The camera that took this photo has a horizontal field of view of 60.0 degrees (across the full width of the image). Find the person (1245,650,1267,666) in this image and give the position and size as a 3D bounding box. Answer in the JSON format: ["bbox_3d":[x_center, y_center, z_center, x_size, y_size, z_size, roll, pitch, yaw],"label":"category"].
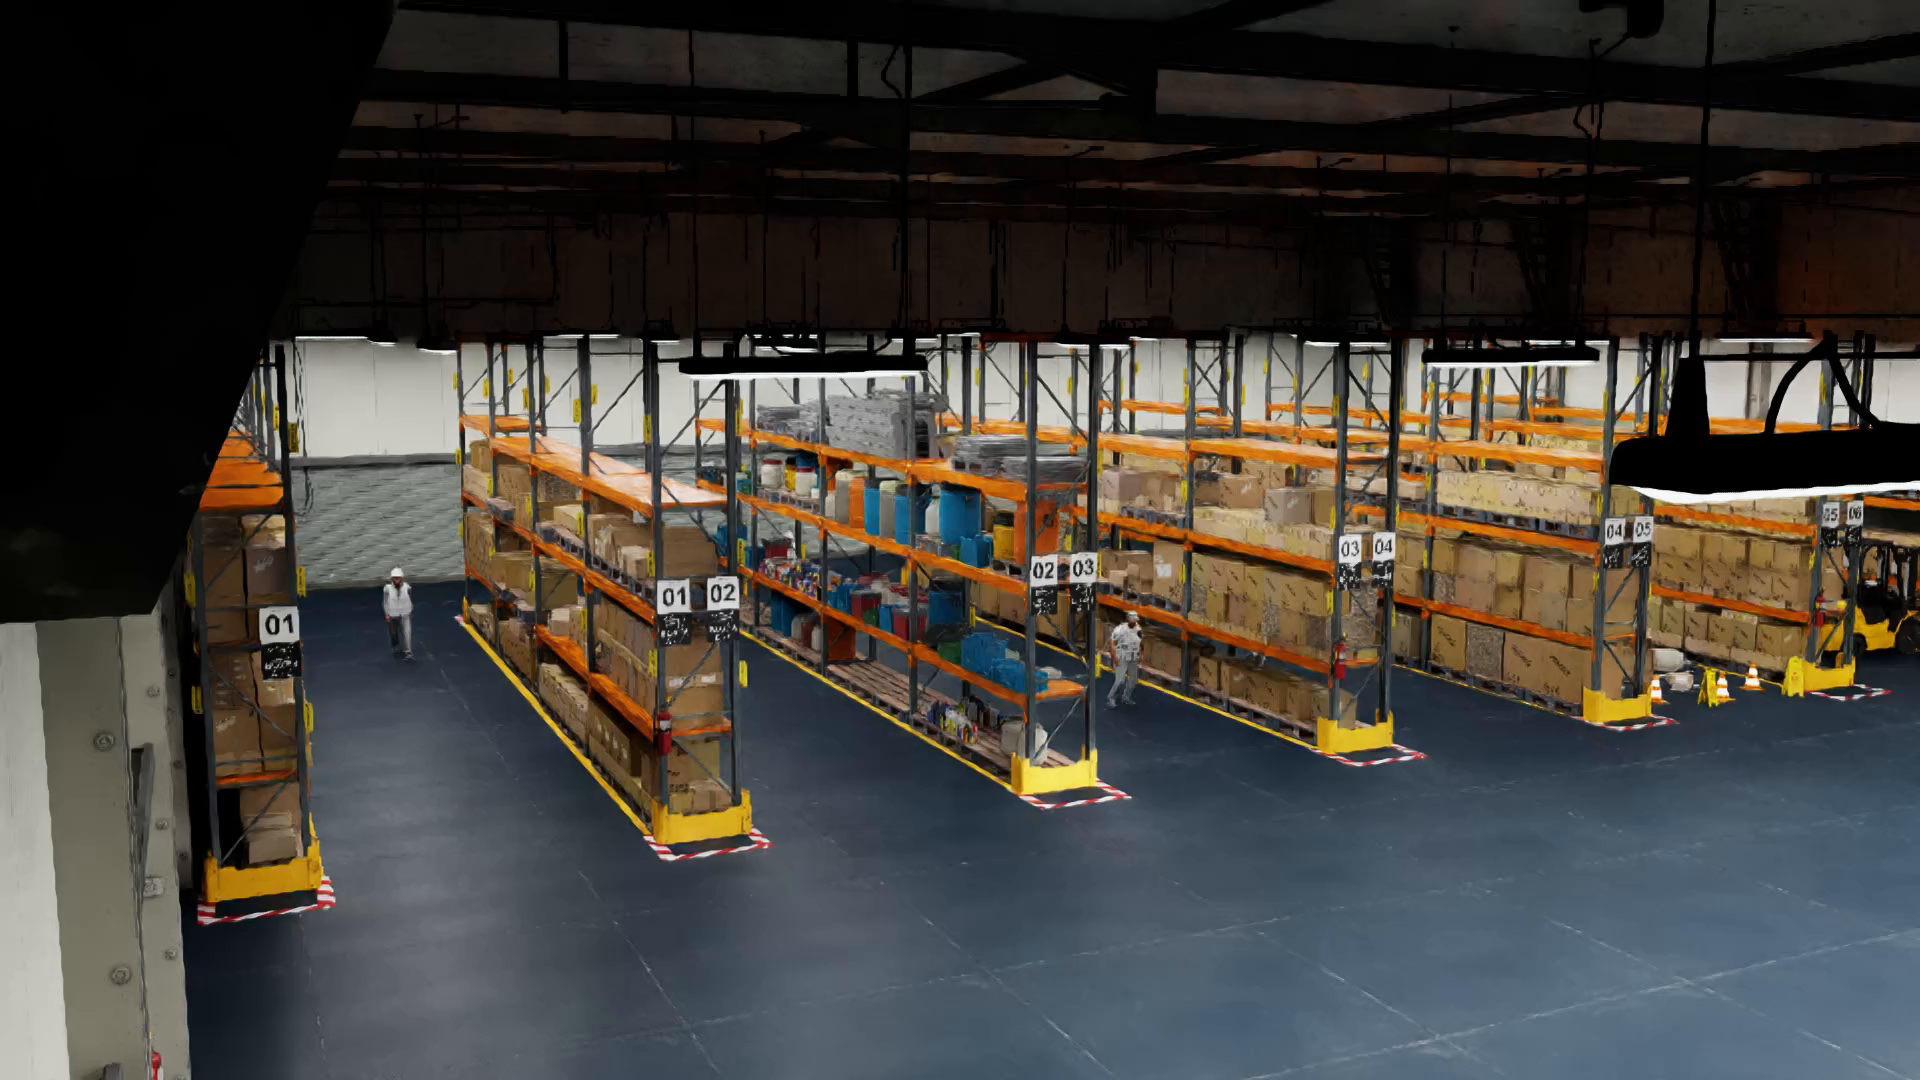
[{"bbox_3d":[5.242,1.565,29.124,0.719,1.701,0.578,-4,9,-27],"label":"person"}]

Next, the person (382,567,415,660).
[{"bbox_3d":[-10.399,1.339,30.766,0.543,1.700,1.114,-3,8,-21],"label":"person"}]

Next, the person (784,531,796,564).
[{"bbox_3d":[-3.691,0.646,35.799,0.571,1.702,1.104,-4,9,-26],"label":"person"}]

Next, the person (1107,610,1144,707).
[{"bbox_3d":[2.709,1.917,26.958,0.625,1.611,0.575,-4,9,-27],"label":"person"}]
